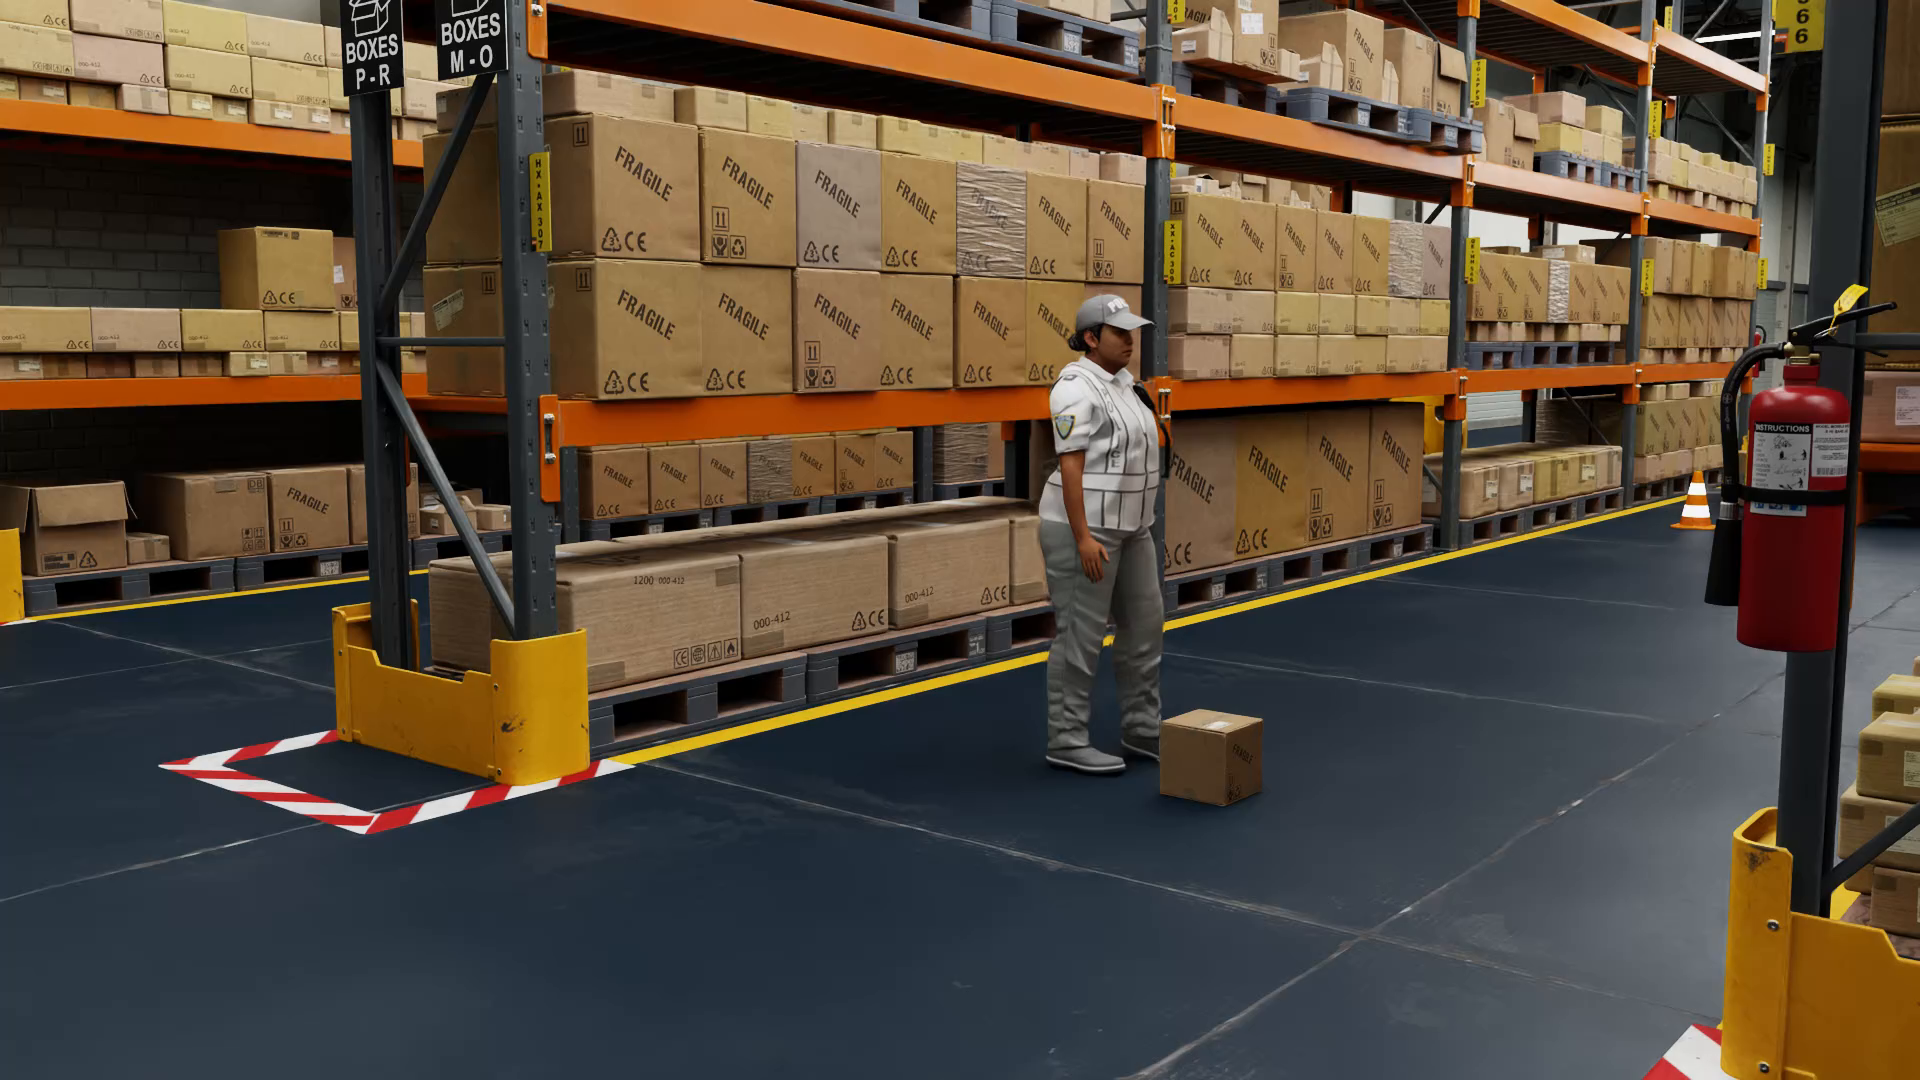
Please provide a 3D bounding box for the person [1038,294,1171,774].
[{"bbox_3d":[0.552,-0.011,5.854,0.474,1.692,0.542,4,8,33],"label":"person"}]
